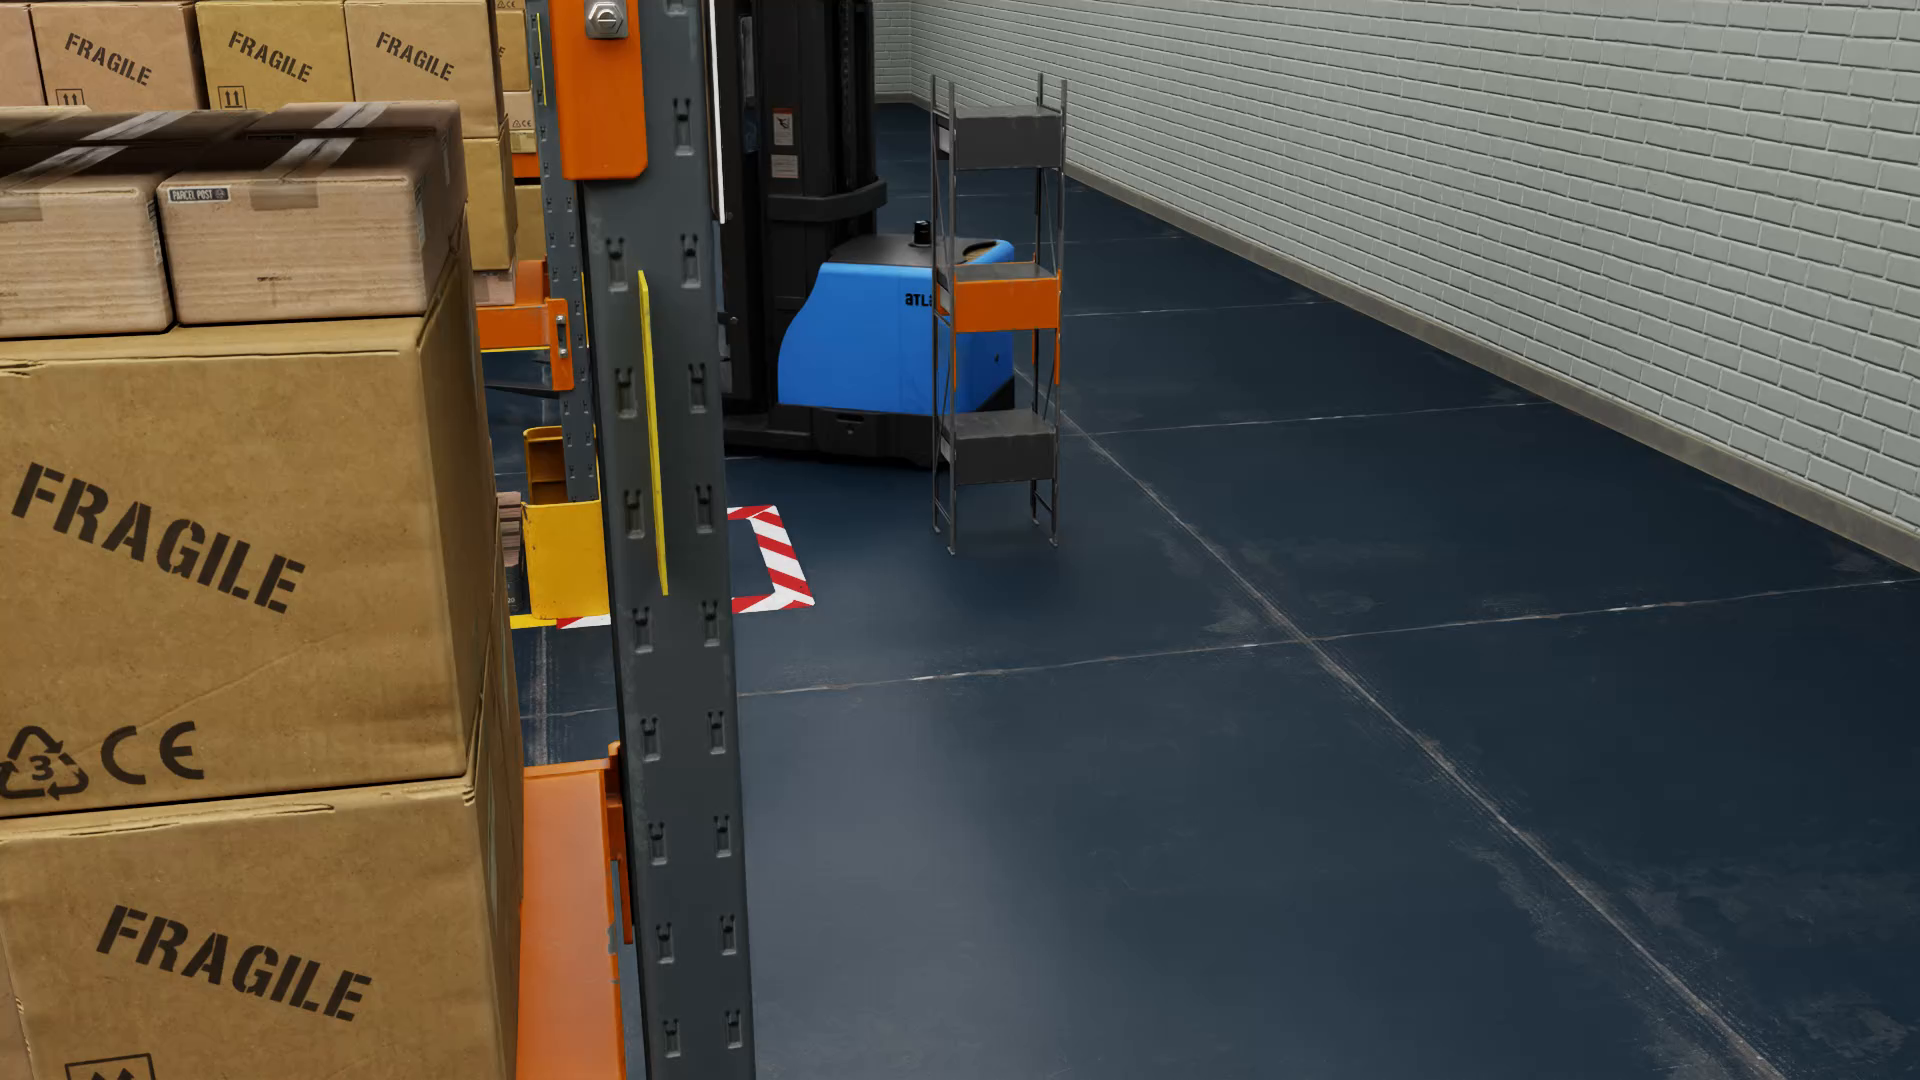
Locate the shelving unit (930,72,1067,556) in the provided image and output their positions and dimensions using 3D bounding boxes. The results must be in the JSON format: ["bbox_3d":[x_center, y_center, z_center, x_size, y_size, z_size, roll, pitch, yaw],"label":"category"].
[{"bbox_3d":[0.161,-0.999,7.489,0.503,2.100,0.431,-5,21,-12],"label":"shelving unit"}]

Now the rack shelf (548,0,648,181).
[{"bbox_3d":[-2.376,-0.550,1.639,4.000,0.370,1.077,-5,21,-12],"label":"rack shelf"}]

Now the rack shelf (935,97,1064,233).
[{"bbox_3d":[0.161,-1.644,7.253,0.480,0.518,0.431,-5,21,-12],"label":"rack shelf"}]

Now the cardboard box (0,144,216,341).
[{"bbox_3d":[-0.975,-0.335,1.825,0.250,0.149,0.380,-4,21,-11],"label":"cardboard box"}]

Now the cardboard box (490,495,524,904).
[{"bbox_3d":[-0.963,0.258,2.605,0.500,0.500,0.500,-5,21,-13],"label":"cardboard box"}]

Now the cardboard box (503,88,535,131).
[{"bbox_3d":[-3.121,-2.897,11.147,0.500,0.250,0.500,-5,21,-13],"label":"cardboard box"}]

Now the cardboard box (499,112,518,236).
[{"bbox_3d":[-2.168,-1.530,7.052,0.500,0.500,0.500,-4,20,-10],"label":"cardboard box"}]

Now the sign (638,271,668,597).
[{"bbox_3d":[-0.318,-0.109,1.725,0.005,0.325,0.100,-5,21,-12],"label":"sign"}]

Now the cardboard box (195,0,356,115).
[{"bbox_3d":[-2.548,-1.783,6.289,0.500,0.500,0.500,-5,21,-14],"label":"cardboard box"}]

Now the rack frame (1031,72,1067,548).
[{"bbox_3d":[0.399,-1.018,7.542,0.015,2.100,0.400,-5,21,-12],"label":"rack frame"}]

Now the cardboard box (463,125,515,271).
[{"bbox_3d":[-2.045,-1.351,6.564,0.500,0.500,0.500,-4,21,-11],"label":"cardboard box"}]

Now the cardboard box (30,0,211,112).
[{"bbox_3d":[-3.052,-1.739,6.168,0.500,0.500,0.500,-4,20,-10],"label":"cardboard box"}]

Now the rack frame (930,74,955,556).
[{"bbox_3d":[-0.076,-0.980,7.436,0.015,2.100,0.400,-5,21,-12],"label":"rack frame"}]

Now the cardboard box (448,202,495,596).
[{"bbox_3d":[-0.962,-0.211,2.431,0.500,0.500,0.500,-5,21,-14],"label":"cardboard box"}]

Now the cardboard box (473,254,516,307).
[{"bbox_3d":[-1.919,-1.048,6.679,0.250,0.149,0.380,-5,21,-12],"label":"cardboard box"}]

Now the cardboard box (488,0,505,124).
[{"bbox_3d":[-2.165,-1.996,6.870,0.500,0.500,0.500,-5,21,-13],"label":"cardboard box"}]

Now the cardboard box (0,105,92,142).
[{"bbox_3d":[-1.357,-0.496,2.266,0.250,0.149,0.380,-4,20,-11],"label":"cardboard box"}]

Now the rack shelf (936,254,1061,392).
[{"bbox_3d":[0.161,-0.986,7.494,0.480,0.518,0.431,-5,21,-12],"label":"rack shelf"}]

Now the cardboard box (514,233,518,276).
[{"bbox_3d":[-2.058,-1.252,7.238,0.250,0.149,0.380,-5,21,-13],"label":"cardboard box"}]

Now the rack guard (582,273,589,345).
[{"bbox_3d":[-2.687,-1.783,11.954,0.348,0.500,1.175,-5,21,-12],"label":"rack guard"}]

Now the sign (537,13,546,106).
[{"bbox_3d":[-1.559,-1.791,6.200,0.005,0.325,0.100,-5,21,-12],"label":"sign"}]

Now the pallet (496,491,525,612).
[{"bbox_3d":[-2.540,0.082,7.285,1.213,0.211,1.003,-5,21,-12],"label":"pallet"}]

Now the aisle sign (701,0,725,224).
[{"bbox_3d":[-0.288,-0.760,1.749,0.004,0.787,0.394,-5,21,-12],"label":"aisle sign"}]

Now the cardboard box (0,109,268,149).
[{"bbox_3d":[-1.078,-0.478,2.217,0.250,0.149,0.380,-4,21,-11],"label":"cardboard box"}]

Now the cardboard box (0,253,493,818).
[{"bbox_3d":[-0.844,-0.036,1.953,0.500,0.500,0.500,-4,20,-11],"label":"cardboard box"}]

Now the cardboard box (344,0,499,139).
[{"bbox_3d":[-2.055,-1.823,6.398,0.500,0.500,0.500,-5,21,-14],"label":"cardboard box"}]

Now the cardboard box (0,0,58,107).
[{"bbox_3d":[-3.566,-1.696,6.051,0.500,0.500,0.500,-5,21,-14],"label":"cardboard box"}]

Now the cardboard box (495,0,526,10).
[{"bbox_3d":[-5.356,-6.660,20.036,0.500,0.500,0.500,-5,21,-13],"label":"cardboard box"}]

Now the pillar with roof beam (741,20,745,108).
[{"bbox_3d":[-2.711,-9.808,21.506,0.400,9.000,9.100,-5,21,-12],"label":"pillar with roof beam"}]

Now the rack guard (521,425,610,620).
[{"bbox_3d":[-1.741,-0.106,7.378,0.348,0.500,1.175,-5,21,-12],"label":"rack guard"}]

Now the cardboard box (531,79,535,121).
[{"bbox_3d":[-3.239,-3.076,11.637,0.500,0.250,0.500,-5,21,-14],"label":"cardboard box"}]

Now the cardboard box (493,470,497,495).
[{"bbox_3d":[-2.251,-0.210,7.562,0.250,0.149,0.380,-4,21,-11],"label":"cardboard box"}]

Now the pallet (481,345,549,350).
[{"bbox_3d":[-3.470,-1.556,11.754,1.213,0.211,1.003,-5,21,-12],"label":"pallet"}]

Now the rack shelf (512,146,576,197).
[{"bbox_3d":[-4.657,-2.458,11.211,4.000,0.370,1.077,-5,21,-12],"label":"rack shelf"}]

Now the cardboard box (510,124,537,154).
[{"bbox_3d":[-2.981,-2.698,11.184,0.250,0.149,0.380,-4,21,-11],"label":"cardboard box"}]

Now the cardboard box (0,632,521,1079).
[{"bbox_3d":[-0.838,0.443,2.100,0.500,0.500,0.500,-5,21,-12],"label":"cardboard box"}]

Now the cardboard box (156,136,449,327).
[{"bbox_3d":[-0.733,-0.363,1.902,0.250,0.149,0.380,-4,21,-12],"label":"cardboard box"}]

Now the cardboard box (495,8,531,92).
[{"bbox_3d":[-3.124,-3.249,11.019,0.500,0.500,0.500,-4,21,-12],"label":"cardboard box"}]

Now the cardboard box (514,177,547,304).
[{"bbox_3d":[-3.315,-2.077,11.601,0.875,0.875,0.875,-5,21,-12],"label":"cardboard box"}]

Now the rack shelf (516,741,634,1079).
[{"bbox_3d":[-2.376,0.859,2.155,4.000,0.370,1.077,-5,21,-12],"label":"rack shelf"}]

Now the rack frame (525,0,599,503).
[{"bbox_3d":[-1.667,-1.286,6.965,0.127,3.000,1.000,-5,21,-12],"label":"rack frame"}]

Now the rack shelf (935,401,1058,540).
[{"bbox_3d":[0.161,-0.329,7.735,0.480,0.518,0.431,-5,21,-12],"label":"rack shelf"}]

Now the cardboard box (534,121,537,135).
[{"bbox_3d":[-3.132,-2.919,11.787,0.250,0.149,0.380,-4,21,-12],"label":"cardboard box"}]

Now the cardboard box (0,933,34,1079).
[{"bbox_3d":[-1.330,0.477,2.006,0.500,0.500,0.500,-5,21,-14],"label":"cardboard box"}]

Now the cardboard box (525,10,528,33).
[{"bbox_3d":[-5.359,-6.191,20.209,0.500,0.500,0.500,-4,20,-11],"label":"cardboard box"}]

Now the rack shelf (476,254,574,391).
[{"bbox_3d":[-3.614,-0.790,6.657,4.000,0.370,1.077,-5,21,-12],"label":"rack shelf"}]

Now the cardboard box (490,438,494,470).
[{"bbox_3d":[-2.236,-0.329,7.453,0.250,0.149,0.380,-4,20,-10],"label":"cardboard box"}]

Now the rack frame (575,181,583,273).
[{"bbox_3d":[-2.710,-2.954,11.519,0.127,3.000,1.000,-5,21,-12],"label":"rack frame"}]

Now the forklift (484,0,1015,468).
[{"bbox_3d":[-1.261,-2.029,9.093,3.031,2.935,1.130,6,21,16],"label":"forklift"}]

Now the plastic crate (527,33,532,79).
[{"bbox_3d":[-4.133,-4.568,15.786,0.499,0.435,0.616,-5,21,-12],"label":"plastic crate"}]

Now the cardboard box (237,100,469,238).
[{"bbox_3d":[-0.839,-0.523,2.339,0.250,0.149,0.380,-4,21,-11],"label":"cardboard box"}]
